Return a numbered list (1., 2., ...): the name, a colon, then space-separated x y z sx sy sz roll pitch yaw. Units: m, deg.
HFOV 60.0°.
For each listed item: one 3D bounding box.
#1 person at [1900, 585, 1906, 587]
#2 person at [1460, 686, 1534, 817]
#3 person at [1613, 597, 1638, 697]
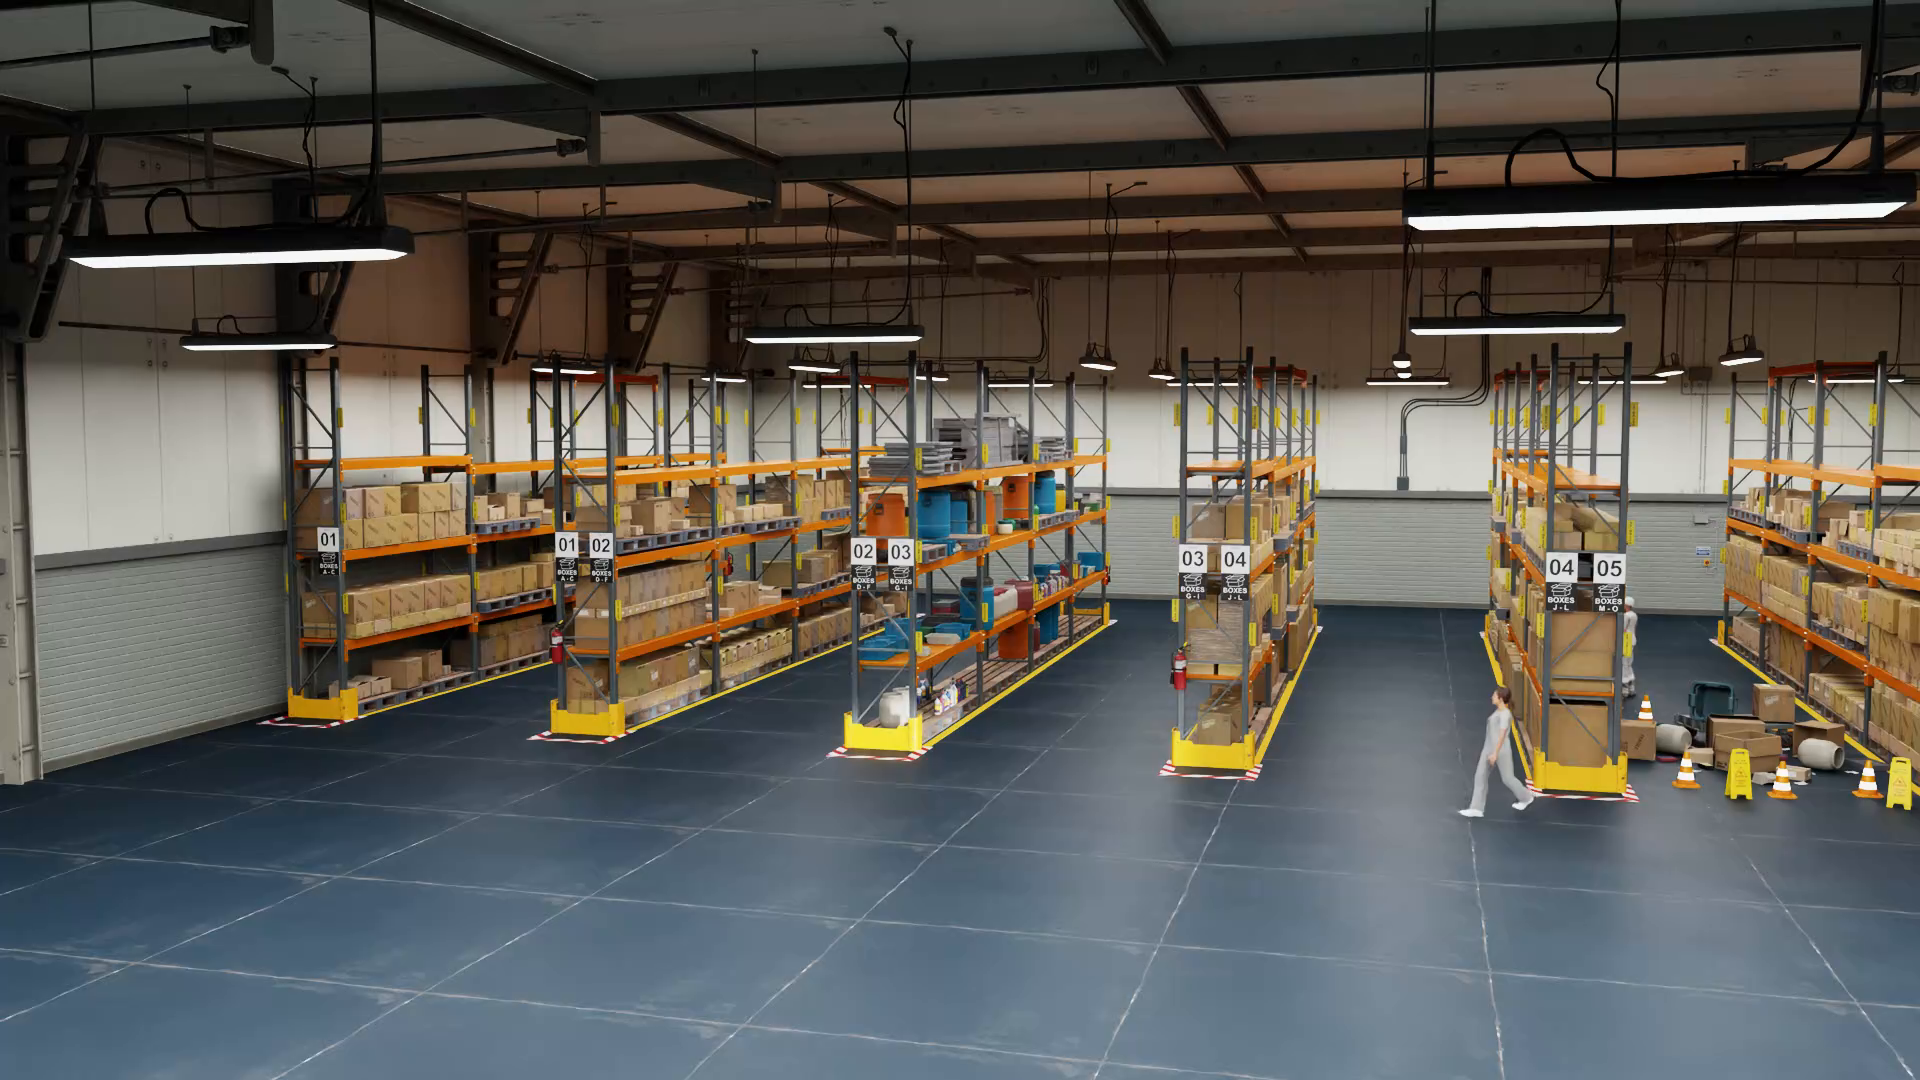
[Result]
1. person: 19.606 1.578 34.737 0.605 1.759 0.552 3 5 33
2. person: 6.775 2.653 20.867 0.986 1.637 0.416 -2 5 -29
3. person: 12.000 1.918 29.977 0.710 1.801 0.343 -3 5 -37
